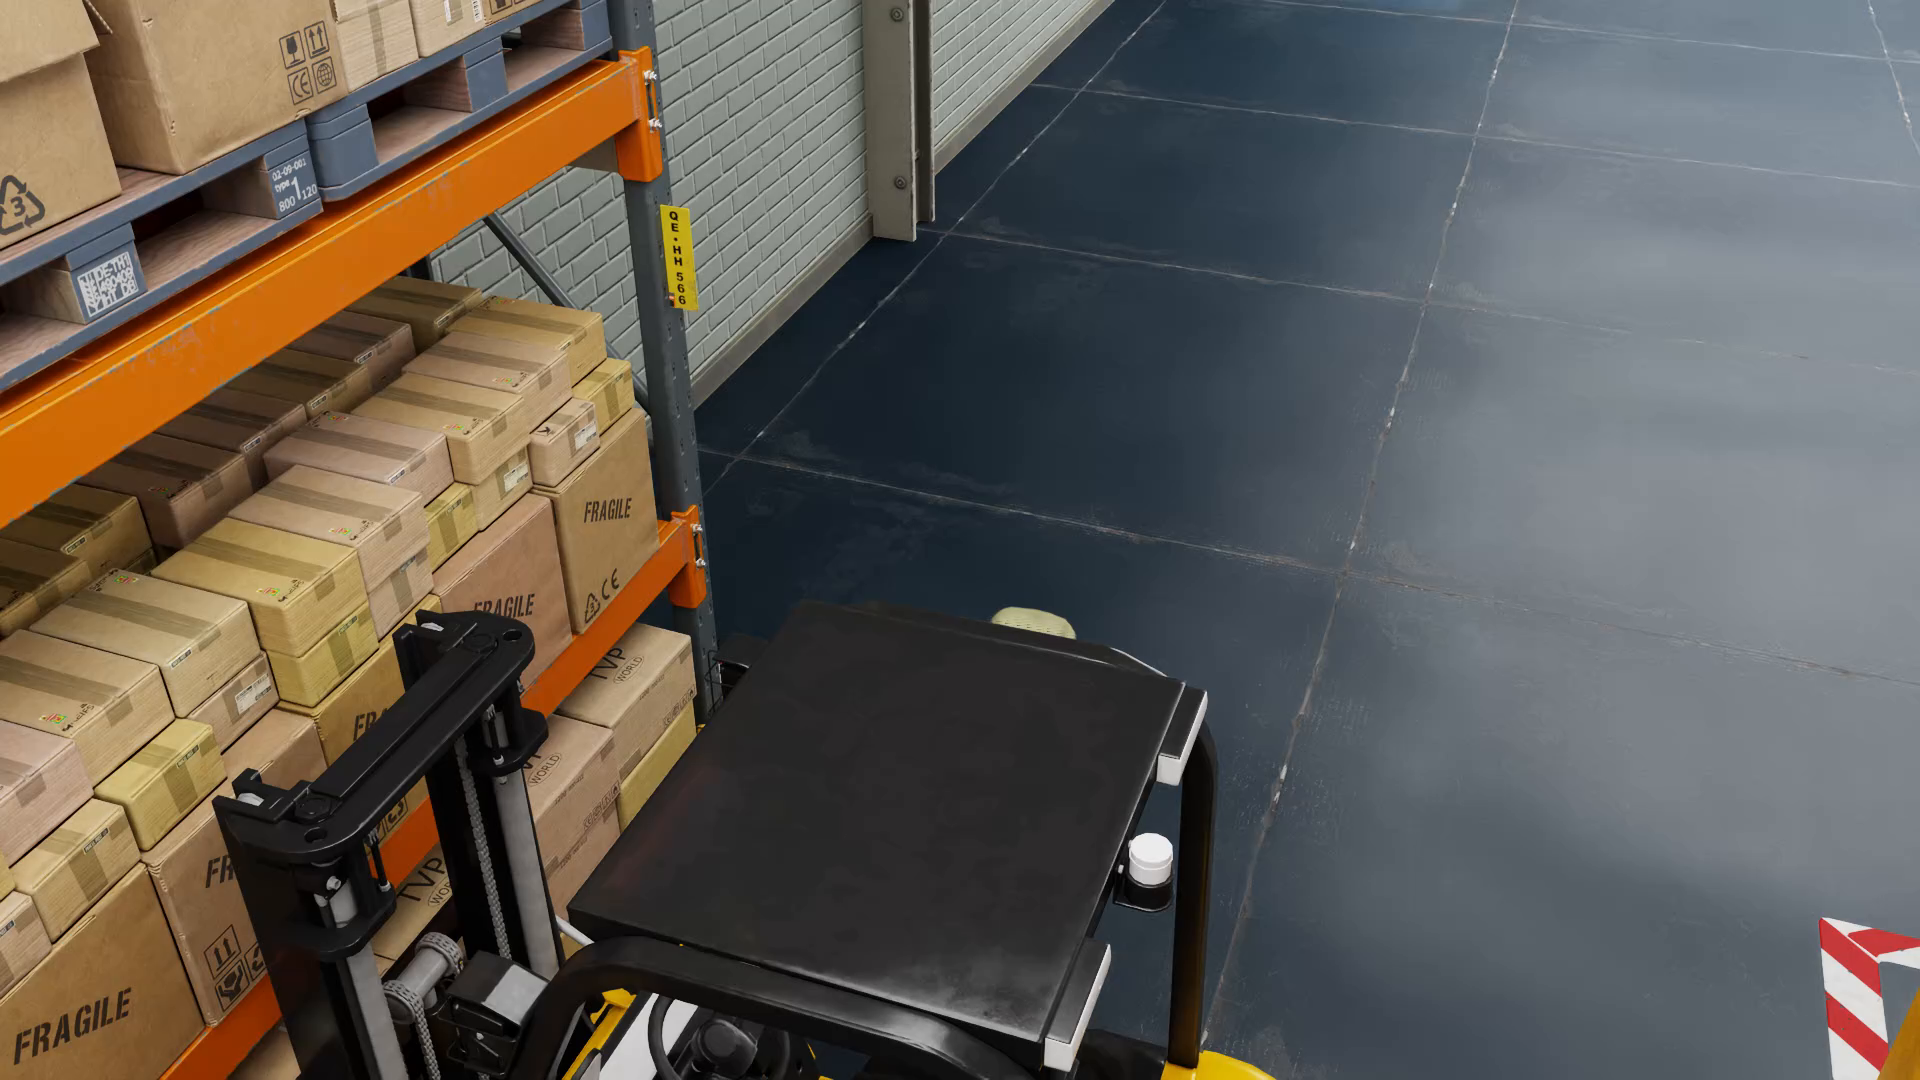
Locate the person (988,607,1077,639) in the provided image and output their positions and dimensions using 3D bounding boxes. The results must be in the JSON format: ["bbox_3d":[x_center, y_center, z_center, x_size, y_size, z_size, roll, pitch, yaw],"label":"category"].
[{"bbox_3d":[0.166,0.743,5.627,0.464,1.002,0.866,10,35,14],"label":"person"}]
